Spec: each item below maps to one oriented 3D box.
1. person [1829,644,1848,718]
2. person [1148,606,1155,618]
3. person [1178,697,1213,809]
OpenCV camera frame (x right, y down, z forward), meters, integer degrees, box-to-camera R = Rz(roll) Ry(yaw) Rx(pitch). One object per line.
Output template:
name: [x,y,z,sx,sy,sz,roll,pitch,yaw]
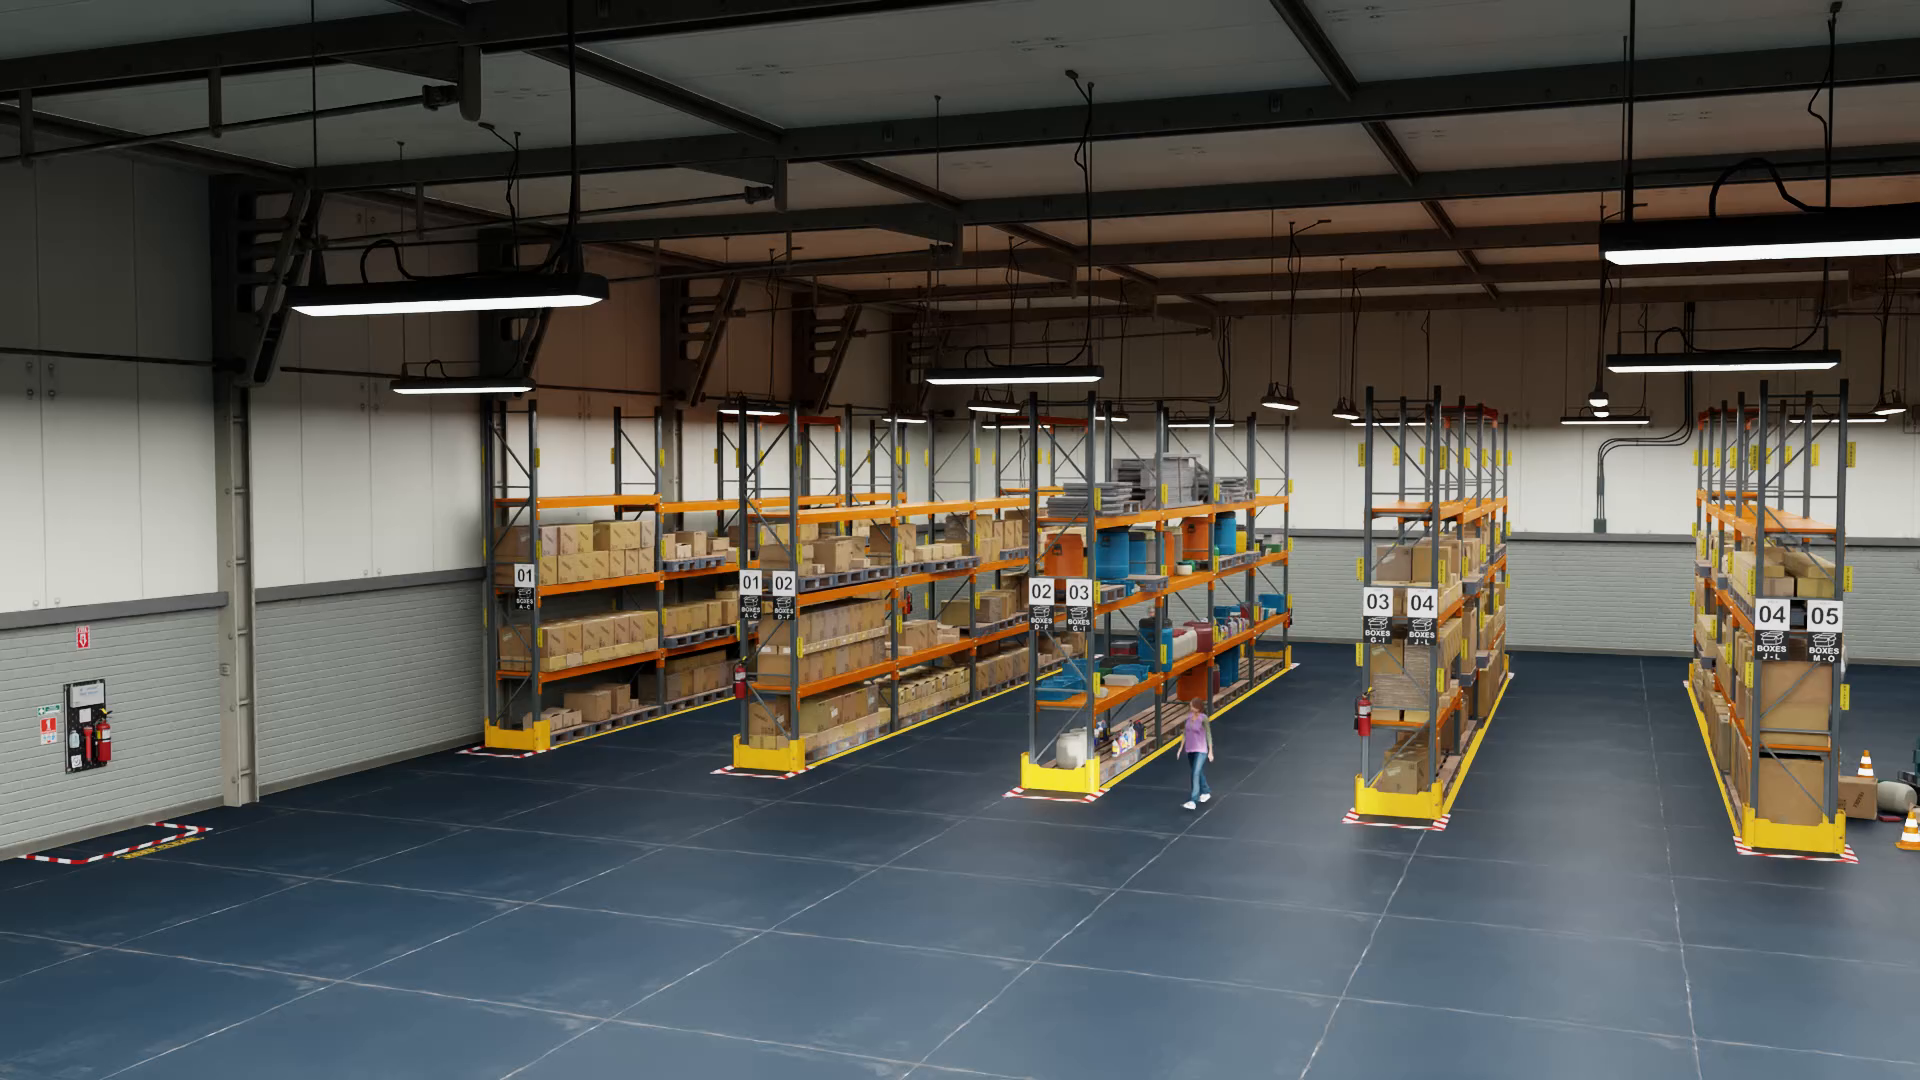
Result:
person: [16.773,2.560,31.938,0.601,1.751,0.634,0,3,-3]
person: [4.334,2.304,37.635,0.544,1.619,1.034,1,3,24]
person: [3.390,3.038,23.873,0.805,1.568,0.437,-2,3,-36]
